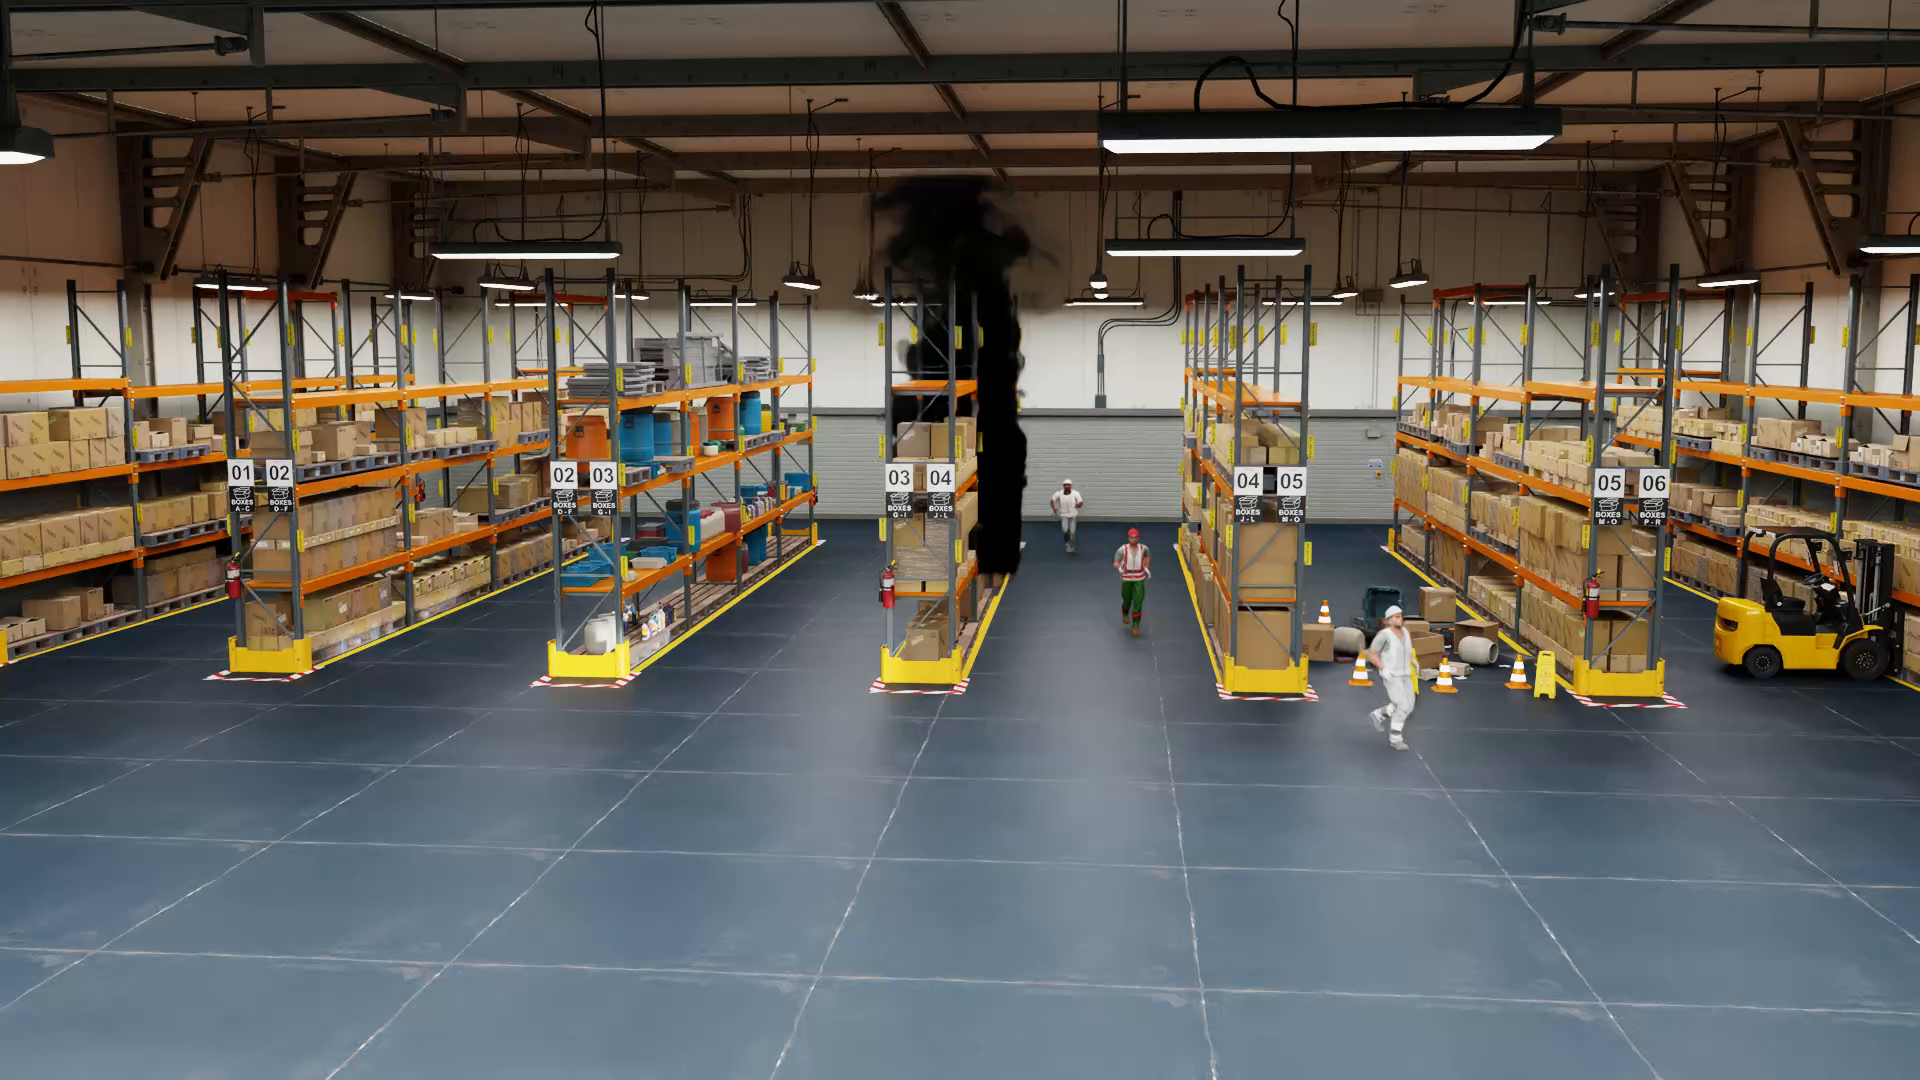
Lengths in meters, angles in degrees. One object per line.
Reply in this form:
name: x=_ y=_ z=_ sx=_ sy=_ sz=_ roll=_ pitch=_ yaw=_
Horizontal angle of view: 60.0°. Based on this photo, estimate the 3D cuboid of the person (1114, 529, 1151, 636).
person: x=2.932 y=0.678 z=28.309 sx=0.634 sy=1.777 sz=0.984 roll=0 pitch=7 yaw=1

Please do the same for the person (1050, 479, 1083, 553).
person: x=2.487 y=-0.550 z=38.648 sx=0.744 sy=1.735 sz=0.727 roll=0 pitch=7 yaw=-1

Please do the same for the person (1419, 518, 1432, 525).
person: x=11.350 y=-0.731 z=40.228 sx=0.696 sy=1.714 sz=0.707 roll=6 pitch=9 yaw=42

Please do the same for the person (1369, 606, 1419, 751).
person: x=5.302 y=1.670 z=20.406 sx=0.651 sy=1.758 sz=0.635 roll=-5 pitch=8 yaw=-33
